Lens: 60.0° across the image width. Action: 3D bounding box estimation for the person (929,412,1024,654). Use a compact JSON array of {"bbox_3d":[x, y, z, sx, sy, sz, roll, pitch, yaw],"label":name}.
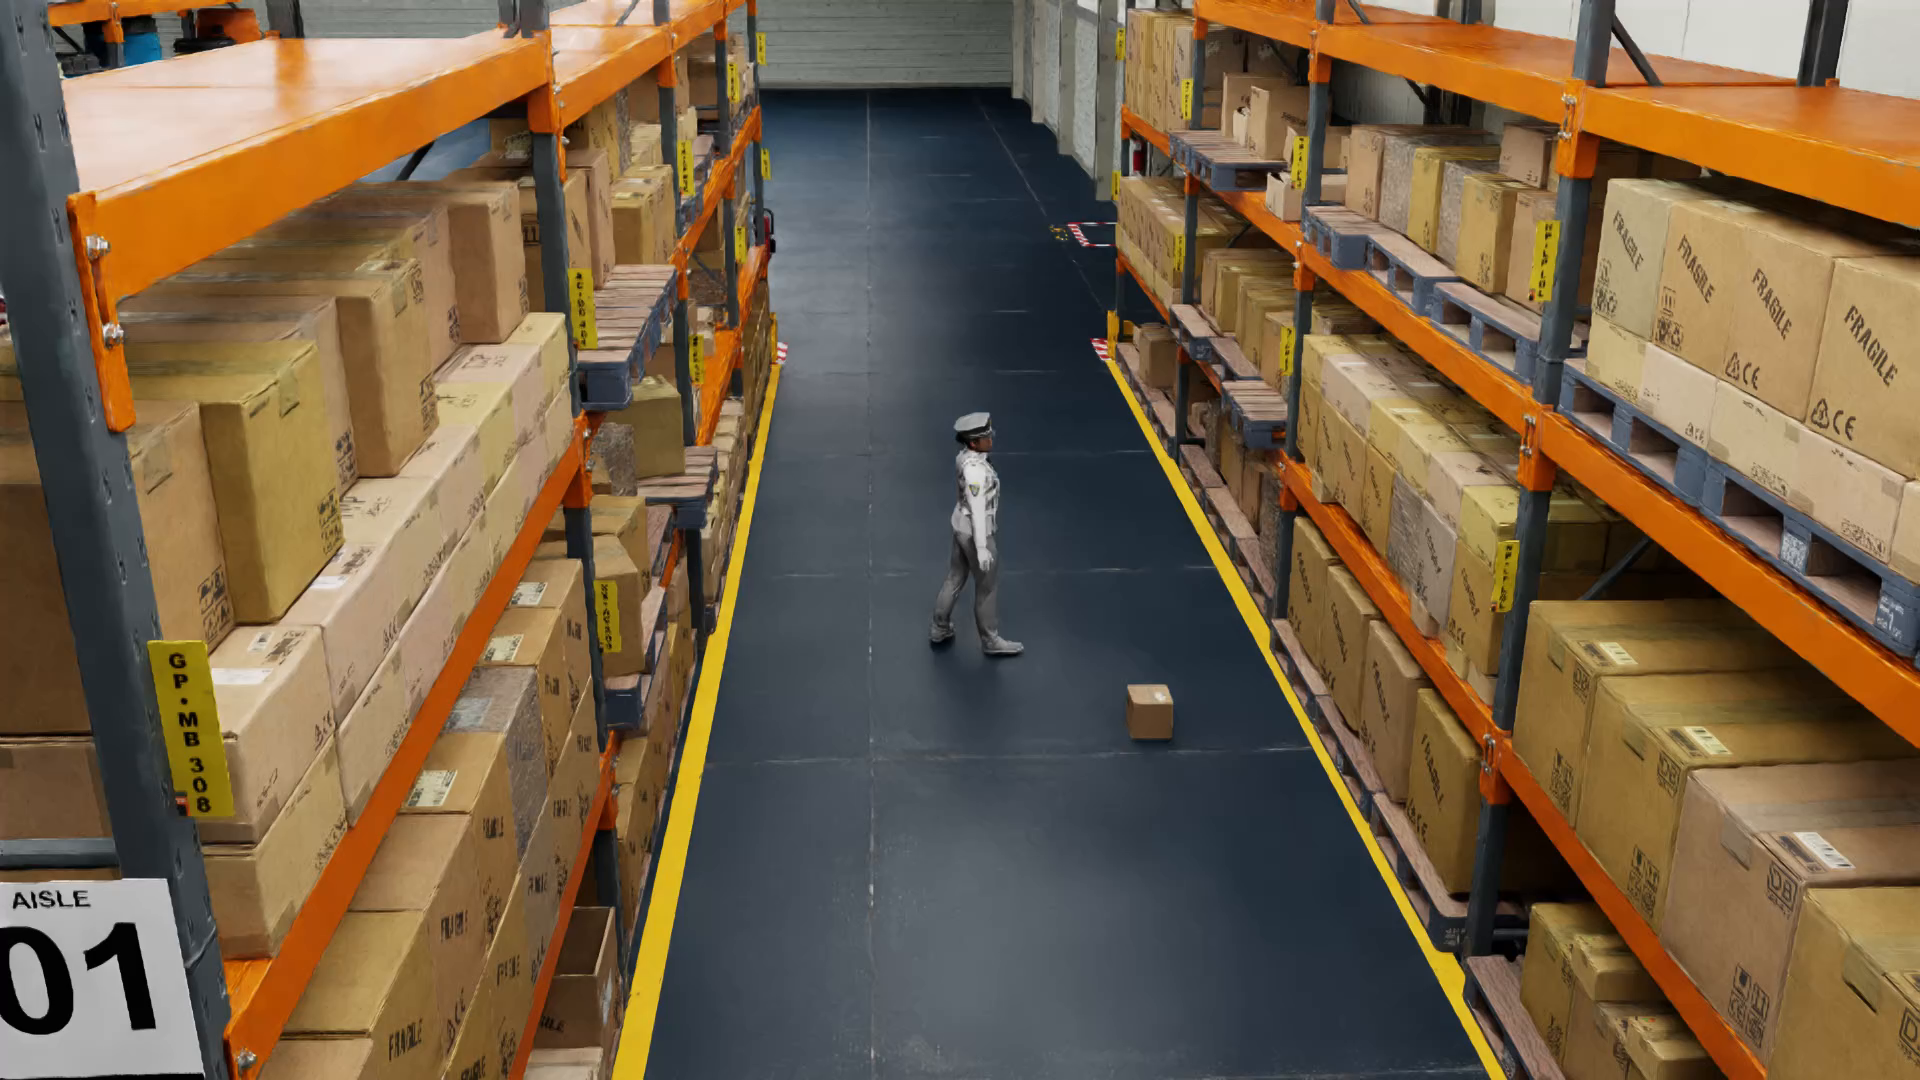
[{"bbox_3d":[0.116,-0.036,11.131,0.611,1.664,0.678,-4,21,-11],"label":"person"}]
